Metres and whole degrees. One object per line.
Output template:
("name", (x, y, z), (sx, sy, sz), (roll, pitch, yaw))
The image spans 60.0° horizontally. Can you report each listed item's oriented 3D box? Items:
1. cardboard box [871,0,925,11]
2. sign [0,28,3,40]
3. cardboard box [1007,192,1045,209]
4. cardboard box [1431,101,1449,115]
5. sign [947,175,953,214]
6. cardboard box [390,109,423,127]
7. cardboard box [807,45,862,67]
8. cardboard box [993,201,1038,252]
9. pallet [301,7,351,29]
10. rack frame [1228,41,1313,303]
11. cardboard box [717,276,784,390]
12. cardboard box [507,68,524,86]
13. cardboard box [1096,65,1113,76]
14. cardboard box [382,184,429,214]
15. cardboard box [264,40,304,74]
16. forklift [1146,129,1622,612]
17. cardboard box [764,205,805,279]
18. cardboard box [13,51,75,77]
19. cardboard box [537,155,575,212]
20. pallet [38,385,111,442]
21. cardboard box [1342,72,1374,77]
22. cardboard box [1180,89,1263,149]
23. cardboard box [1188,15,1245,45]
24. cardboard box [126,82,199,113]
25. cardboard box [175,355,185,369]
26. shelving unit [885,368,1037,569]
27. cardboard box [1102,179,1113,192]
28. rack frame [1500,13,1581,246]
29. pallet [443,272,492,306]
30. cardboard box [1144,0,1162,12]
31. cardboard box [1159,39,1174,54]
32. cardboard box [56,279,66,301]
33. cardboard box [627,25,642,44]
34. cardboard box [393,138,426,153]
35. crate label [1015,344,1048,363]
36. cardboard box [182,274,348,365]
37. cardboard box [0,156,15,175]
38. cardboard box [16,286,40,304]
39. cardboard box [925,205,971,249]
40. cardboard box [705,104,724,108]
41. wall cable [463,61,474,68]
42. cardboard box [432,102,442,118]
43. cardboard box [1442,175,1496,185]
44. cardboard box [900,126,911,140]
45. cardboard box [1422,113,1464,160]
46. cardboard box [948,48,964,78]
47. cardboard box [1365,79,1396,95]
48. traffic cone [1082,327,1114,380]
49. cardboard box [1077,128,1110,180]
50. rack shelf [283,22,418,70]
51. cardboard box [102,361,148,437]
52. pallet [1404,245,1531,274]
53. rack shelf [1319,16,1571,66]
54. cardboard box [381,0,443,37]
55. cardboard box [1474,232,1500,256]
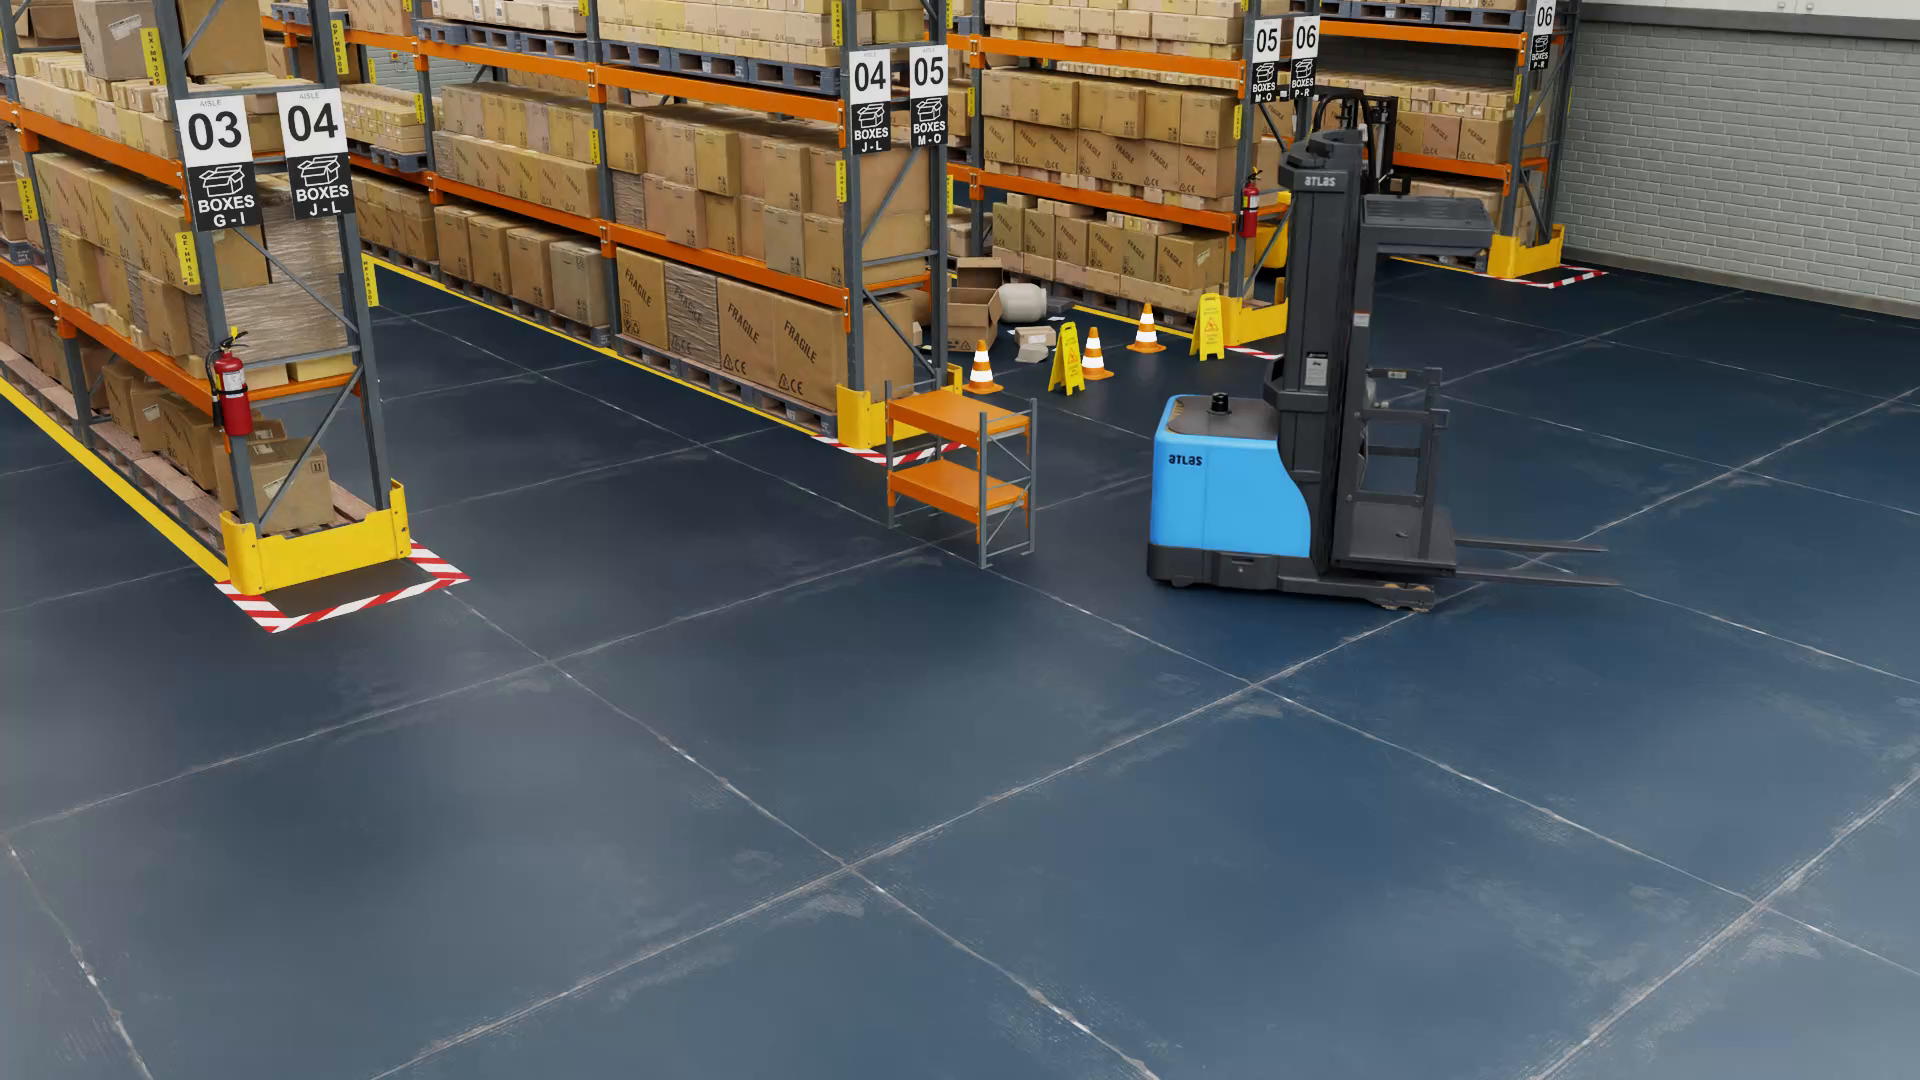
("cardboard box", (-0.501, -4.396, 13.520), (0.380, 0.149, 0.250), (-17, 27, -37))
("sign", (-7.377, -3.975, 12.658), (0.100, 0.325, 0.005), (-17, 27, -37))
("cardboard box", (0.766, -3.937, 19.199), (0.380, 0.149, 0.250), (-17, 27, -37))
("cardboard box", (6.014, -5.323, 20.434), (0.380, 0.149, 0.250), (-18, 27, -38))
("sign", (-0.100, -2.906, 13.994), (0.100, 0.325, 0.005), (-17, 27, -37))
("cardboard box", (-6.413, -4.927, 19.404), (0.380, 0.149, 0.250), (-19, 28, -39))
("cardboard box", (-0.998, -3.868, 13.266), (0.380, 0.149, 0.250), (-18, 27, -38))
("cardboard box", (0.730, -3.684, 19.442), (0.500, 0.500, 0.500), (-16, 26, -35))
("pallet", (-7.355, -6.478, 20.555), (1.213, 0.211, 1.003), (-17, 27, -37))
("rack frame", (3.160, -3.541, 16.913), (1.000, 3.000, 0.127), (-17, 27, -37))
("cardboard box", (-1.593, -1.956, 15.202), (0.875, 0.875, 0.875), (-18, 28, -38))
("cardboard box", (-7.188, -7.808, 27.668), (0.500, 0.500, 0.500), (-18, 27, -38))
("cardboard box", (2.223, -6.917, 24.505), (0.380, 0.149, 0.250), (-17, 27, -37))
("cardboard box", (-6.729, -4.190, 20.391), (0.500, 0.250, 0.500), (-17, 27, -37))
("cardboard box", (-9.210, -6.508, 22.572), (0.500, 0.500, 0.500), (-19, 28, -39))
("forklift", (2.828, -1.109, 10.796), (3.031, 2.935, 1.130), (5, 22, 12))
("cardboard box", (-1.176, -2.644, 14.415), (0.875, 0.550, 0.550), (-17, 27, -37))
("cardboard box", (-6.980, -3.637, 12.702), (0.380, 0.149, 0.250), (-18, 28, -39))
("cardboard box", (-4.008, -3.707, 17.198), (0.500, 0.500, 0.500), (-18, 28, -38))
("pallet", (-7.468, -1.204, 14.768), (1.003, 0.211, 1.213), (-17, 27, -37))
("cardboard box", (5.270, -6.097, 22.002), (0.380, 0.149, 0.250), (-18, 28, -38))
("cardboard box", (2.661, -4.281, 16.886), (0.700, 0.500, 0.500), (-18, 28, -39))
("cardboard box", (2.622, -5.084, 16.536), (0.500, 0.250, 0.500), (-18, 28, -38))
("cardboard box", (-5.108, -2.847, 10.685), (0.380, 0.149, 0.250), (-19, 28, -40))
("cardboard box", (-5.206, -1.294, 11.519), (0.380, 0.149, 0.250), (-17, 27, -37))
("shelving unit", (-0.004, -0.526, 11.784), (0.538, 1.125, 1.048), (-17, 27, -37))
("cardboard box", (1.771, -3.904, 18.183), (0.380, 0.149, 0.250), (-17, 27, -37))
("rack frame", (6.918, -4.724, 19.932), (1.000, 3.000, 0.127), (-17, 27, -37))
("pallet", (-5.288, -3.011, 19.383), (1.003, 0.211, 1.213), (-17, 27, -37))
("cardboard box", (2.115, -5.514, 17.087), (0.380, 0.149, 0.250), (-17, 27, -37))
("cardboard box", (2.265, -5.081, 17.076), (0.380, 0.149, 0.250), (-17, 27, -37))
("cardboard box", (-7.046, -2.040, 13.423), (0.380, 0.149, 0.250), (-17, 27, -37))
("cardboard box", (-2.823, -4.640, 15.237), (0.380, 0.149, 0.250), (-18, 27, -38))
("cardboard box", (-6.416, -4.651, 19.514), (0.380, 0.149, 0.250), (-17, 27, -37))
("crate label", (0.723, -1.865, 16.557), (0.298, 0.136, 0.250), (7, 23, 18))
("cardboard box", (-4.686, -1.526, 11.222), (0.875, 0.500, 0.500), (-17, 27, -37))
("cardboard box", (-8.747, -3.365, 15.748), (0.700, 0.500, 0.500), (-13, 25, -30))
("cardboard box", (-8.756, -2.461, 15.949), (0.500, 0.250, 0.500), (-14, 25, -32))
("cardboard box", (-0.267, -3.961, 21.011), (0.950, 0.372, 0.625), (-15, 26, -34))
("cardboard box", (-3.251, -6.040, 23.498), (0.500, 0.250, 0.500), (-18, 28, -38))
("wall cable", (-9.915, -10.328, 32.848), (0.588, 1.984, 0.122), (-17, 27, -37))
("cardboard box", (-6.235, -5.217, 20.144), (0.380, 0.149, 0.250), (-18, 27, -38))
("cardboard box", (6.419, -4.420, 20.979), (0.500, 0.250, 0.500), (-17, 27, -37))
("cardboard box", (-0.519, -5.011, 20.433), (0.380, 0.149, 0.250), (-17, 27, -37))
("cardboard box", (6.066, -4.990, 20.473), (0.500, 0.500, 0.500), (-16, 27, -36))
("cardboard box", (0.082, -7.735, 26.906), (0.700, 0.500, 0.500), (-18, 27, -38))
("cardboard box", (5.367, -5.756, 21.133), (0.380, 0.149, 0.250), (-17, 27, -37))
("traffic cone", (1.283, -1.814, 15.980), (0.336, 0.463, 0.334), (-17, 27, -37))
("cardboard box", (1.633, -4.234, 18.136), (0.500, 0.500, 0.500), (-17, 27, -37))
("rack shelf", (-7.052, -6.160, 20.471), (1.077, 0.370, 4.000), (-17, 27, -37))
("cardboard box", (-6.728, -1.199, 13.784), (0.500, 0.500, 0.500), (-18, 28, -39))
("pallet", (6.387, -3.627, 20.955), (1.003, 0.211, 1.213), (-17, 27, -37))
("rack shelf", (5.612, -6.338, 20.927), (1.077, 0.370, 4.000), (-17, 27, -37))
("cardboard box", (-6.311, -6.086, 19.159), (0.500, 0.500, 0.500), (-17, 27, -37))
("cardboard box", (6.372, -3.694, 20.497), (0.500, 0.250, 0.500), (-17, 27, -37))
